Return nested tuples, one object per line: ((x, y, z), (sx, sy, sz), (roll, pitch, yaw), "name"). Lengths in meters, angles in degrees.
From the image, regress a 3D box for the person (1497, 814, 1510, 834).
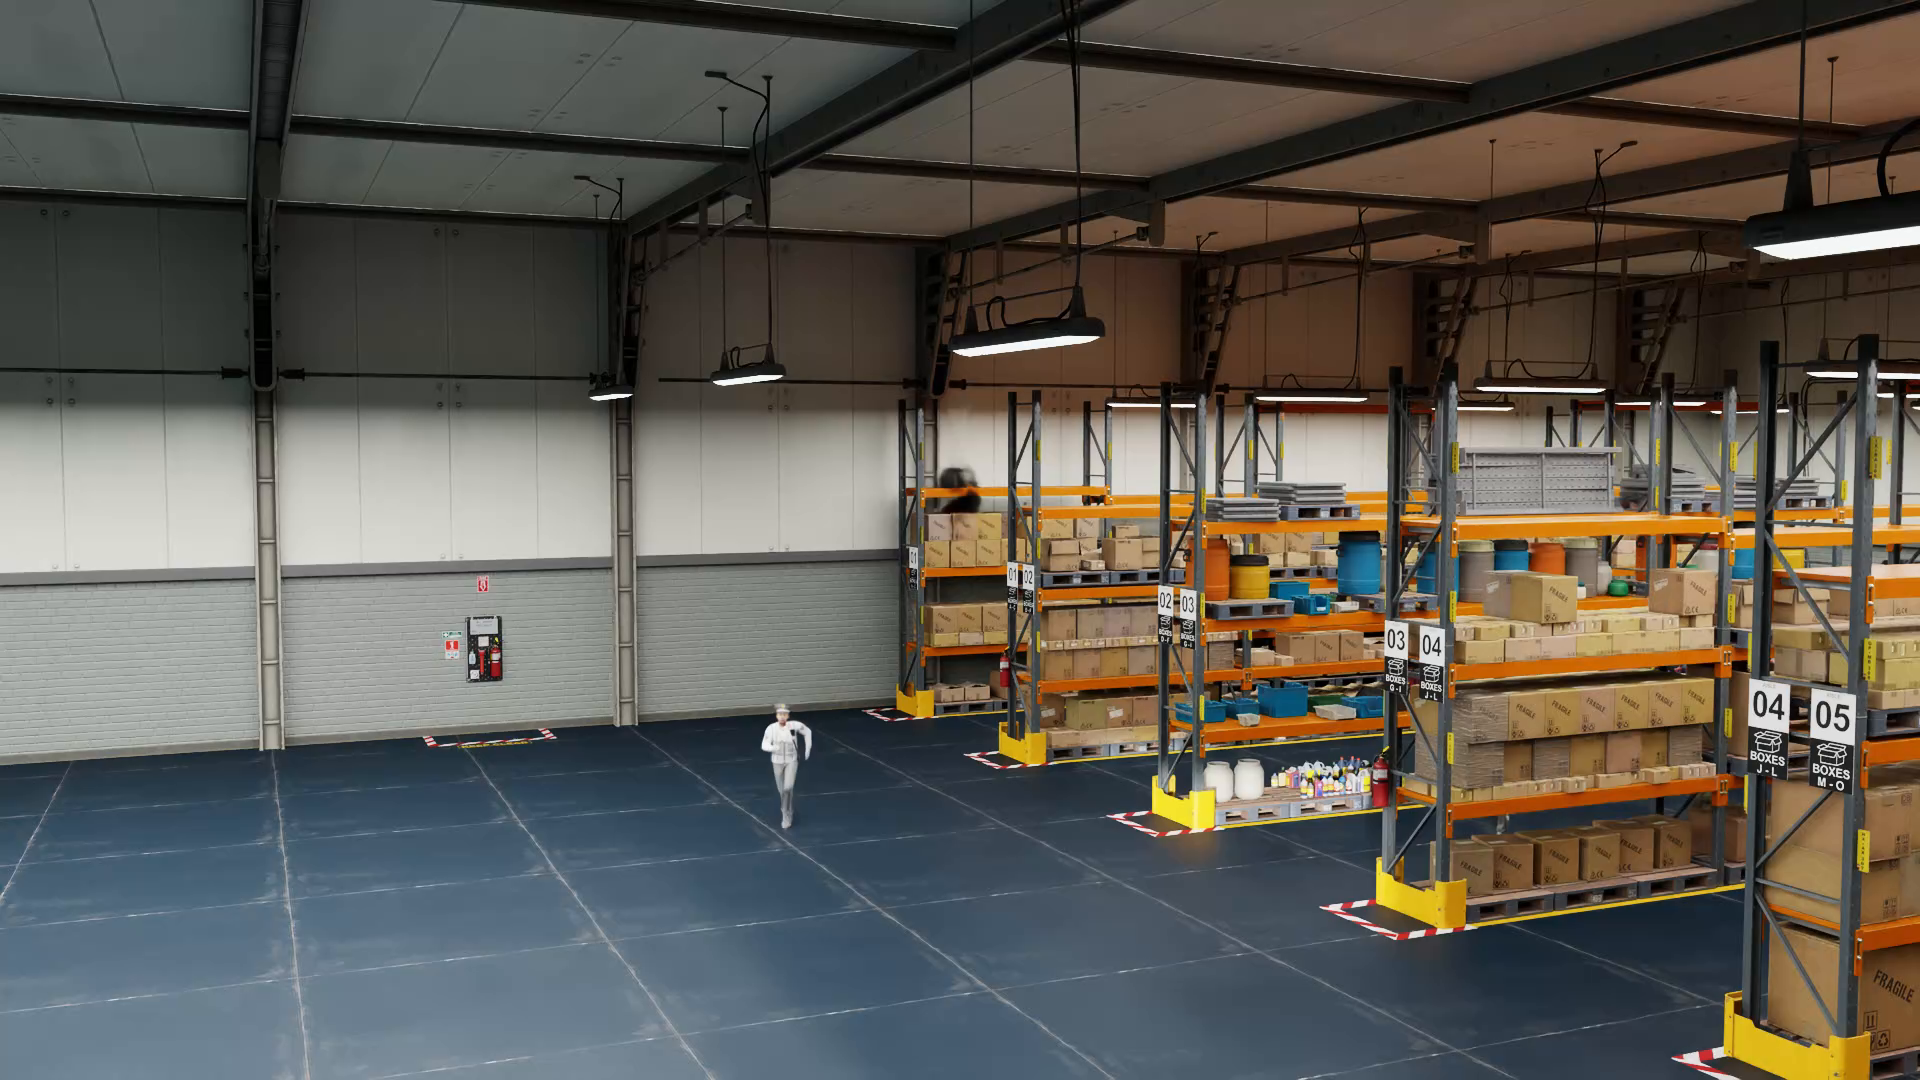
((7.015, 3.137, 21.594), (0.498, 1.565, 0.547), (-2, 4, -34), "person")

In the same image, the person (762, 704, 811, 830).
((-2.338, 3.015, 22.339), (0.627, 1.686, 0.785), (0, 3, 0), "person")

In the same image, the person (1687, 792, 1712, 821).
((9.925, 3.049, 22.140), (0.778, 1.681, 0.600), (-2, 4, -31), "person")
